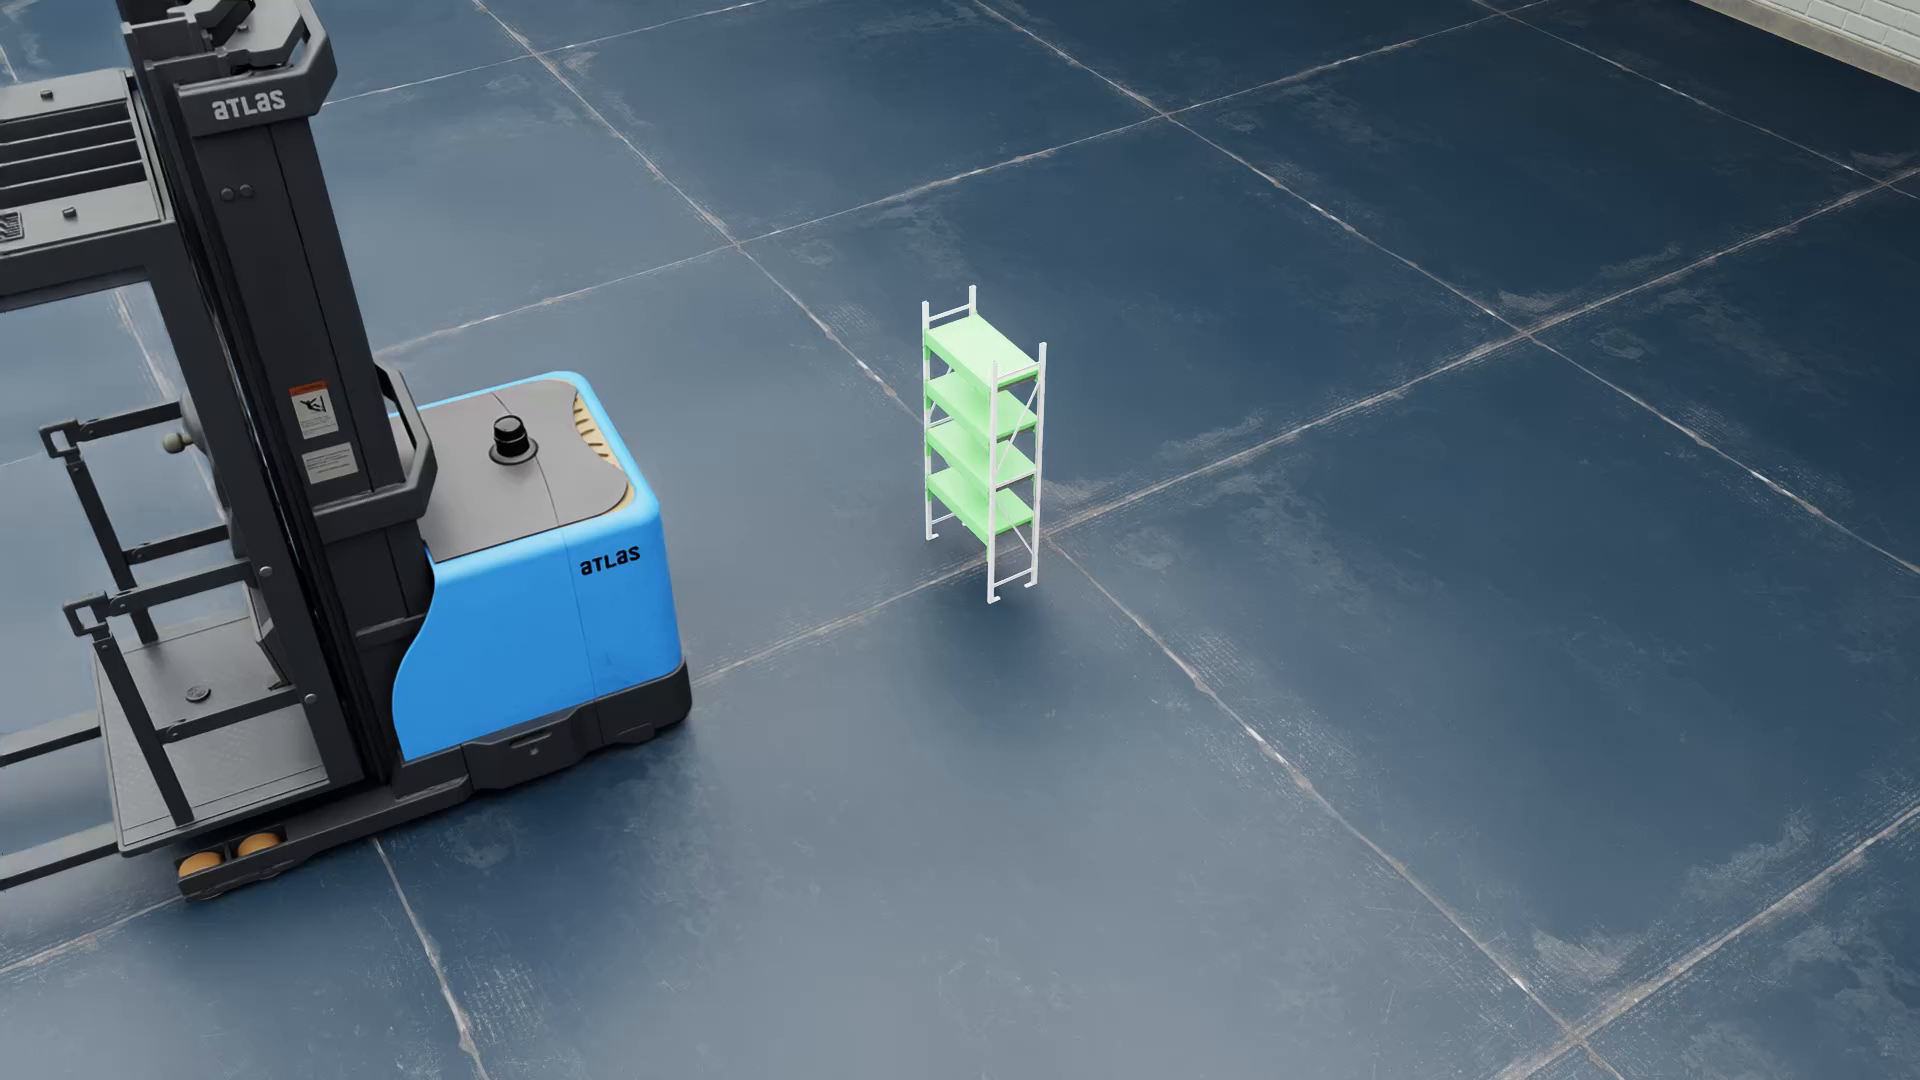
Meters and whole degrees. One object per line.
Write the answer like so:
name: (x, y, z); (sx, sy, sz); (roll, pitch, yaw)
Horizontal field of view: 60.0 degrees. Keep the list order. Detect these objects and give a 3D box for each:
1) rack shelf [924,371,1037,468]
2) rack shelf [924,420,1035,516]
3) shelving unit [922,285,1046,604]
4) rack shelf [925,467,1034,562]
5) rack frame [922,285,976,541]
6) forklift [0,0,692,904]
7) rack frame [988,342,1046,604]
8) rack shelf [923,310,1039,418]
rack shelf: (0.089, -0.507, 6.646); (0.258, 0.148, 0.480); (-22, 45, -24)
rack shelf: (0.089, -0.323, 6.800); (0.258, 0.148, 0.480); (-22, 45, -24)
shelving unit: (0.089, -0.372, 6.759); (0.258, 1.200, 0.503); (-22, 45, -24)
rack shelf: (0.089, -0.138, 6.953); (0.258, 0.148, 0.480); (-22, 45, -24)
rack frame: (-0.042, -0.503, 6.917); (0.240, 1.200, 0.015); (-22, 45, -24)
forklift: (-2.580, -0.270, 5.285); (3.031, 2.935, 1.130); (-18, 43, -20)
rack frame: (0.220, -0.240, 6.601); (0.240, 1.200, 0.015); (-22, 45, -24)
rack shelf: (0.089, -0.691, 6.492); (0.258, 0.148, 0.480); (-22, 45, -24)
